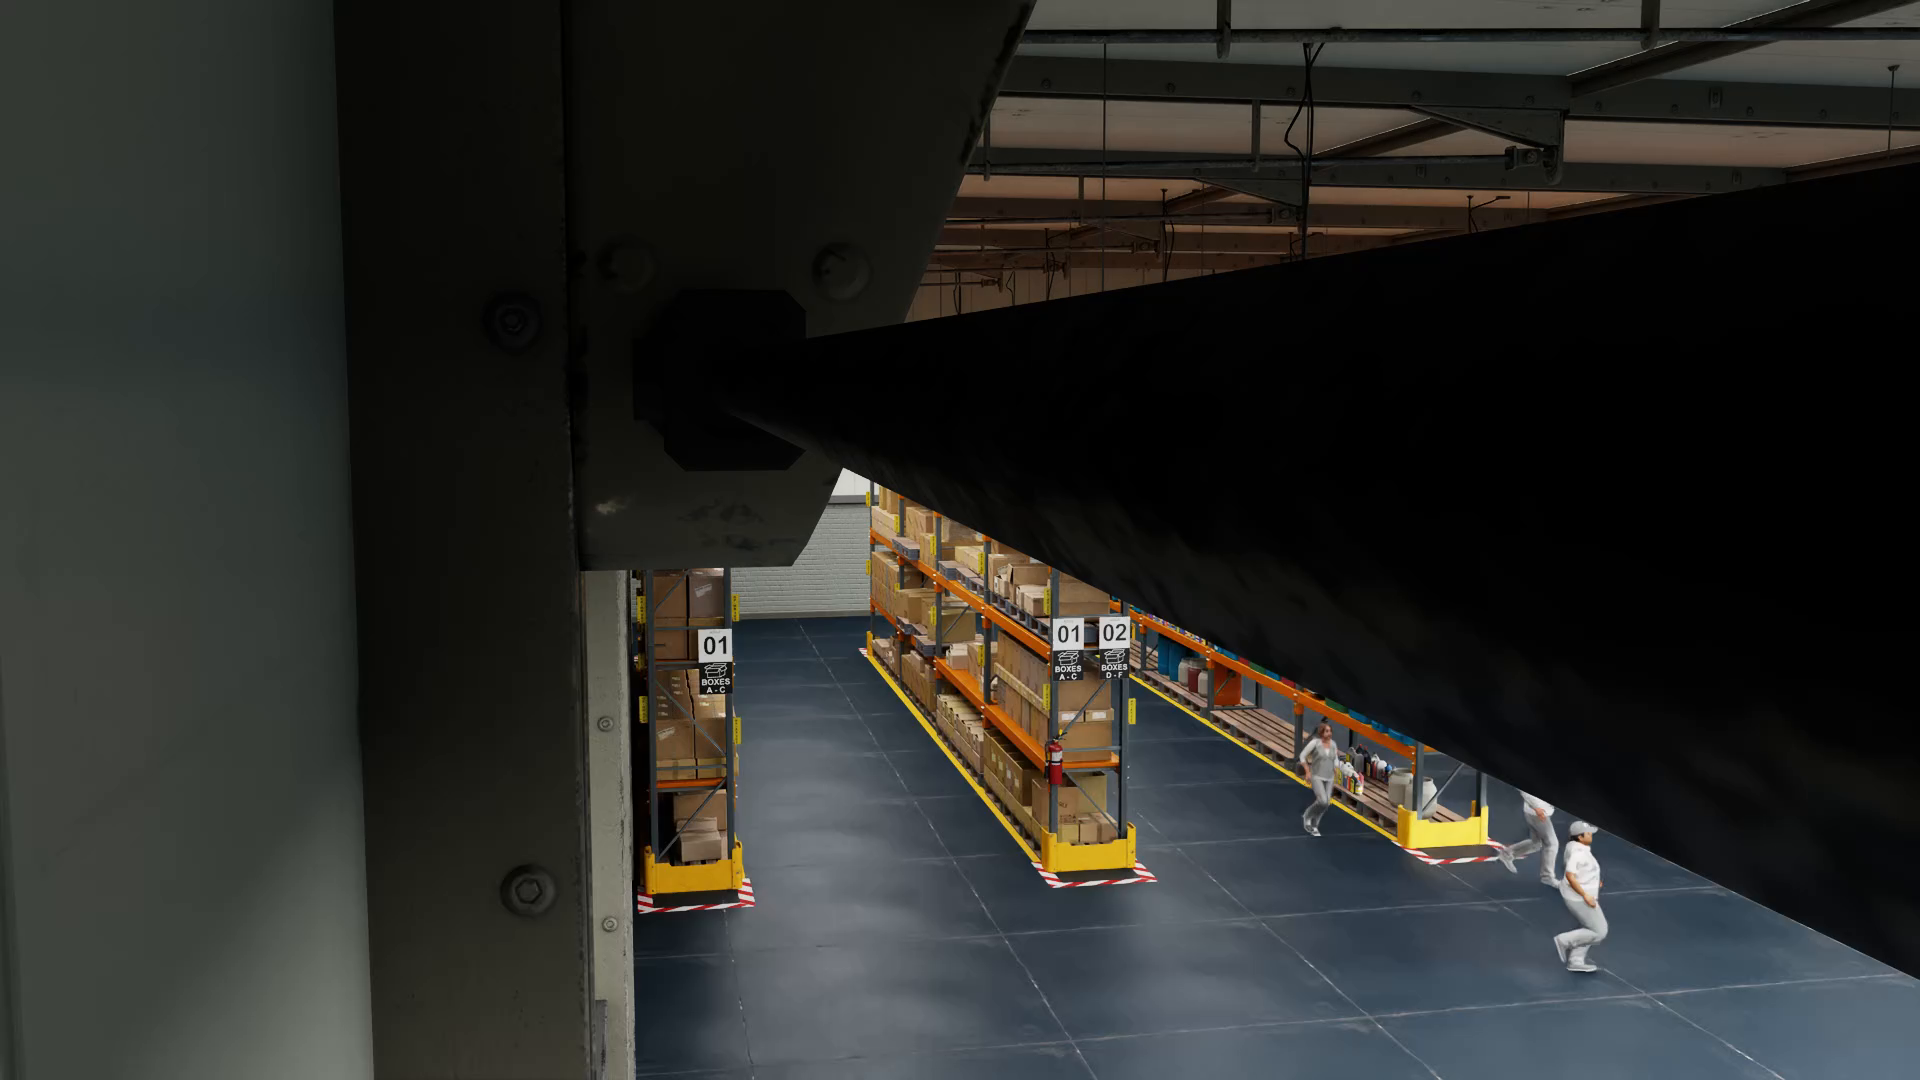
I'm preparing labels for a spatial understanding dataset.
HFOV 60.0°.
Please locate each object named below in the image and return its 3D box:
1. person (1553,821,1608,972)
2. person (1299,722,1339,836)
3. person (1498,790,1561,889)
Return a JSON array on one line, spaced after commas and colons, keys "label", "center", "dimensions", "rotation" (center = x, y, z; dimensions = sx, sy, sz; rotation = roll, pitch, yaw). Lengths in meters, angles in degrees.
[{"label": "person", "center": [6.485, 3.724, 17.372], "dimensions": [0.520, 1.612, 0.621], "rotation": [1, 6, 11]}, {"label": "person", "center": [4.885, 3.231, 22.361], "dimensions": [0.498, 1.550, 0.525], "rotation": [-2, 6, -18]}, {"label": "person", "center": [7.027, 3.326, 20.350], "dimensions": [0.829, 1.769, 0.661], "rotation": [3, 7, 28]}]
